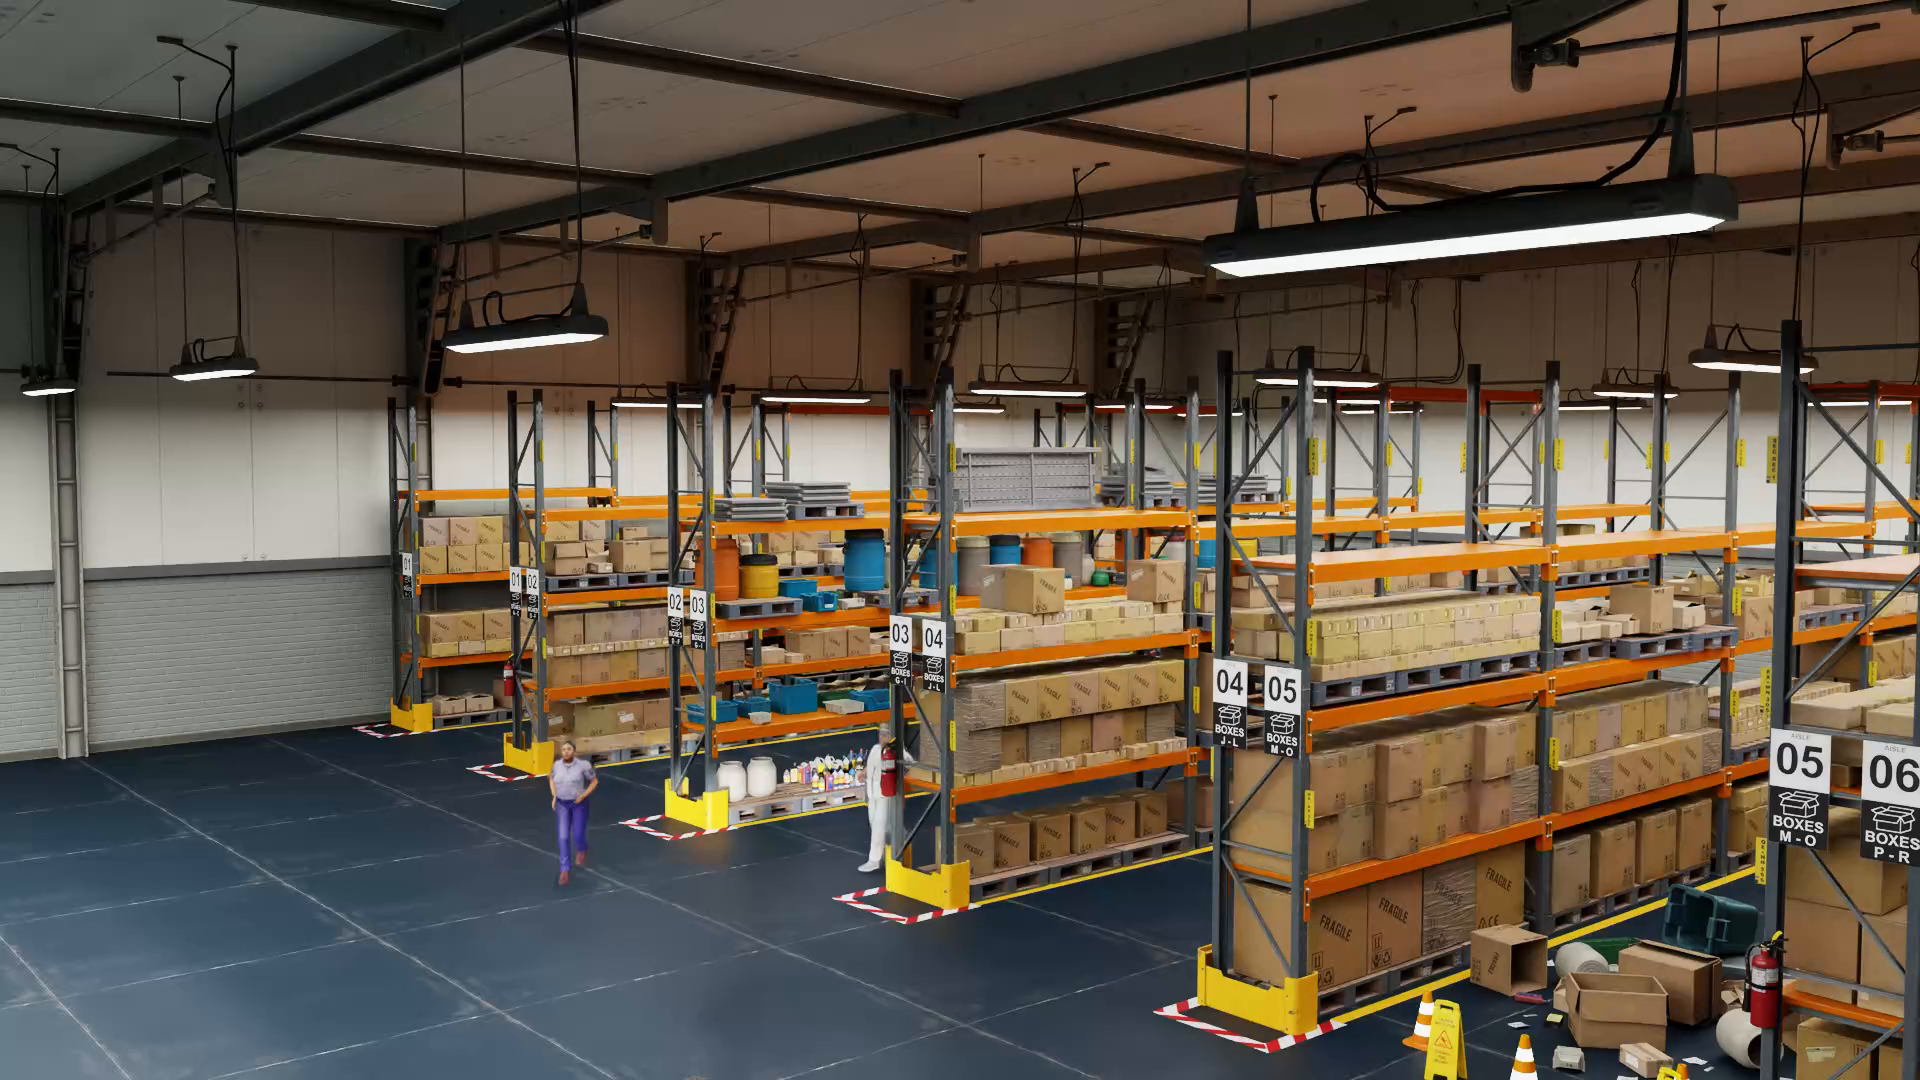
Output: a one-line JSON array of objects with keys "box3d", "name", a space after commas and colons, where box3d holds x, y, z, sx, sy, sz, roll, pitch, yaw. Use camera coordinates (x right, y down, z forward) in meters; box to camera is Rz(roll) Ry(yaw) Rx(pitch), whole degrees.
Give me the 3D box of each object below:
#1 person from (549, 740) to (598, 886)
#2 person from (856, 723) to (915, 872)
[{"box3d": [-4.597, 3.190, 19.794, 0.596, 1.666, 0.828, 0, 3, -2], "name": "person"}, {"box3d": [-0.920, 3.085, 20.220, 0.666, 1.749, 0.936, 3, 4, 42], "name": "person"}]
